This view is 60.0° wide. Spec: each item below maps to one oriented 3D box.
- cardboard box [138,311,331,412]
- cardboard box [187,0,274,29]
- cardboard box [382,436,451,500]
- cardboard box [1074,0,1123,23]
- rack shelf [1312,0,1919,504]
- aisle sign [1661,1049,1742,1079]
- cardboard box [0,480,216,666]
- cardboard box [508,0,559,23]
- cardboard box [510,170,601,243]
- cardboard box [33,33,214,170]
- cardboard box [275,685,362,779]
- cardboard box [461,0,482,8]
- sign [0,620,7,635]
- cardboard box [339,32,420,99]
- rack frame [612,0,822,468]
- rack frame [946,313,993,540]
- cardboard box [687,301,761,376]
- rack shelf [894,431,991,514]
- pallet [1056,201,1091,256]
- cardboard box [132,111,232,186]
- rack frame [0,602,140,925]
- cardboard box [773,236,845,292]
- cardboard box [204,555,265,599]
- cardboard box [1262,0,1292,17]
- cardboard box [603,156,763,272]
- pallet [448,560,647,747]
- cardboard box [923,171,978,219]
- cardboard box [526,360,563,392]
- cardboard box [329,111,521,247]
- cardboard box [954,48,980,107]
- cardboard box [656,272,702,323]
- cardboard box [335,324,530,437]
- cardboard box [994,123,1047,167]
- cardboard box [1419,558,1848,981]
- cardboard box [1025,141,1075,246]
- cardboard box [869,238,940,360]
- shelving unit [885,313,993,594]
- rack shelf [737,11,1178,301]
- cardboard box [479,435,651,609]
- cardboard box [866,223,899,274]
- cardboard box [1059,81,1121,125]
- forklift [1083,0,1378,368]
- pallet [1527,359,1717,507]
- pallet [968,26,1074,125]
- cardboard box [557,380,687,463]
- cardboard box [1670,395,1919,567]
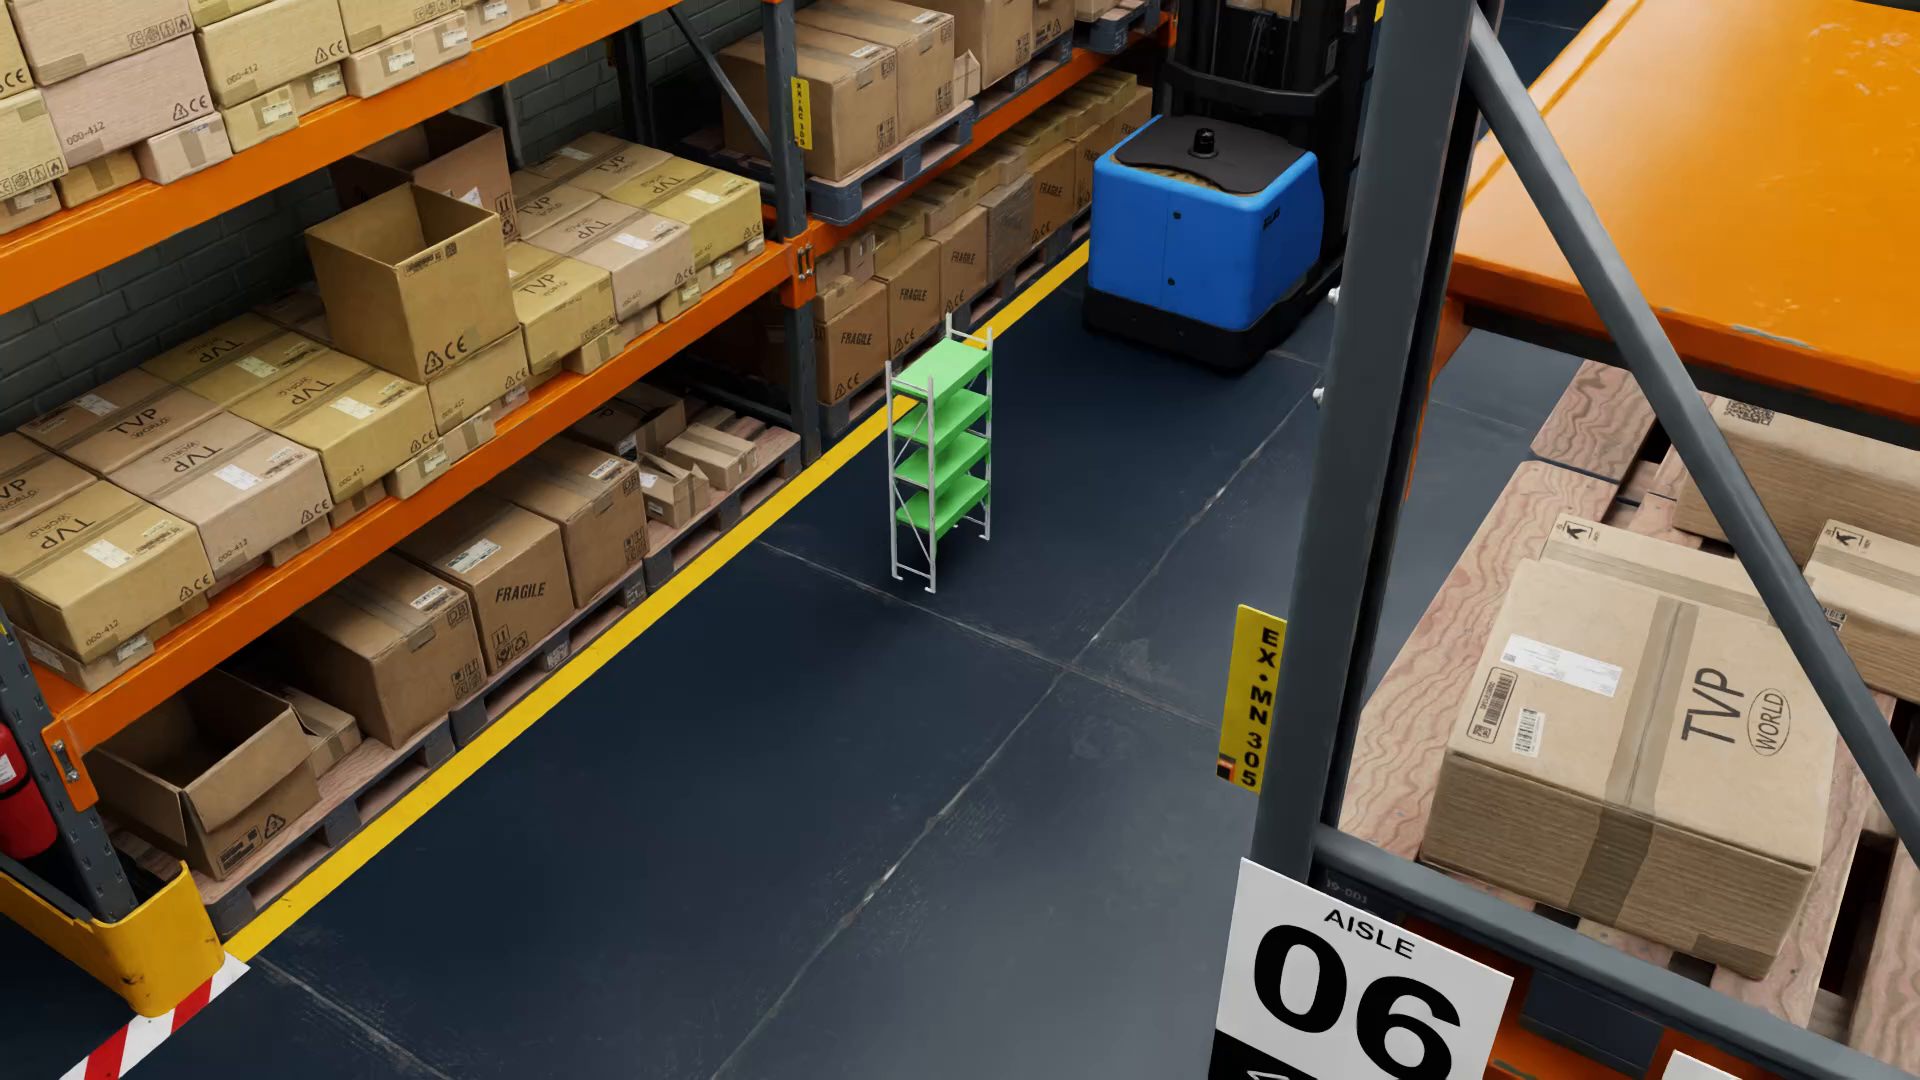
[{"bbox_3d":[-2.756,-0.600,6.390,0.500,0.250,0.500,23,43,26],"label":"cardboard box"},{"bbox_3d":[-2.329,-1.809,5.092,0.500,0.250,0.500,21,42,24],"label":"cardboard box"},{"bbox_3d":[-2.185,-0.326,6.362,0.380,0.149,0.250,20,42,24],"label":"cardboard box"},{"bbox_3d":[0.669,-3.280,9.766,0.500,0.250,0.500,19,42,23],"label":"cardboard box"},{"bbox_3d":[1.940,-1.040,3.085,1.077,0.370,4.000,21,42,25],"label":"rack shelf"},{"bbox_3d":[1.074,1.026,2.273,0.394,0.787,0.004,21,42,25],"label":"aisle sign"},{"bbox_3d":[-2.854,0.097,5.485,0.500,0.250,0.500,21,42,25],"label":"cardboard box"},{"bbox_3d":[-1.714,-2.053,6.144,0.380,0.149,0.250,23,43,27],"label":"cardboard box"},{"bbox_3d":[-1.938,-1.391,7.416,0.500,0.250,0.500,21,42,25],"label":"cardboard box"},{"bbox_3d":[-2.602,-1.353,4.910,0.500,0.250,0.500,22,43,26],"label":"cardboard box"},{"bbox_3d":[-2.657,0.774,6.720,0.380,0.149,0.250,19,42,23],"label":"cardboard box"},{"bbox_3d":[-1.783,-2.144,5.937,0.500,0.250,0.500,22,43,26],"label":"cardboard box"},{"bbox_3d":[-2.867,0.136,4.847,0.100,0.325,0.005,21,42,25],"label":"sign"},{"bbox_3d":[-2.055,-1.634,5.601,0.380,0.149,0.250,21,42,25],"label":"cardboard box"},{"bbox_3d":[-1.182,-1.760,8.016,1.000,3.000,0.127,21,42,25],"label":"rack frame"},{"bbox_3d":[0.042,-0.516,7.876,0.240,1.200,0.015,21,42,25],"label":"rack frame"},{"bbox_3d":[-1.169,-1.287,9.105,0.500,0.500,0.500,21,42,25],"label":"cardboard box"},{"bbox_3d":[-0.089,-0.339,7.751,0.258,0.148,0.480,21,42,25],"label":"rack shelf"},{"bbox_3d":[0.529,-2.346,11.059,1.003,0.211,1.213,21,42,25],"label":"pallet"},{"bbox_3d":[-2.467,-1.240,5.090,0.380,0.149,0.250,22,43,26],"label":"cardboard box"},{"bbox_3d":[-3.325,0.302,5.341,1.000,3.000,0.127,21,42,25],"label":"rack frame"},{"bbox_3d":[-0.816,-1.429,8.515,0.380,0.149,0.250,20,42,24],"label":"cardboard box"},{"bbox_3d":[-2.709,0.028,5.902,0.380,0.149,0.250,21,42,25],"label":"cardboard box"},{"bbox_3d":[2.011,-4.052,12.590,0.875,0.625,0.625,19,42,23],"label":"cardboard box"},{"bbox_3d":[-1.249,-1.477,7.527,0.500,0.250,0.500,22,43,26],"label":"cardboard box"},{"bbox_3d":[-2.204,0.329,7.590,1.003,0.211,1.213,21,42,25],"label":"pallet"},{"bbox_3d":[-0.119,-1.985,9.480,0.380,0.149,0.250,23,43,27],"label":"cardboard box"},{"bbox_3d":[-1.889,-0.767,6.933,0.380,0.149,0.250,22,43,26],"label":"cardboard box"},{"bbox_3d":[-2.205,-1.435,6.859,0.500,0.500,0.500,20,42,24],"label":"cardboard box"},{"bbox_3d":[-0.114,-2.464,8.695,0.396,0.266,0.258,23,43,27],"label":"cardboard box"},{"bbox_3d":[-1.380,-1.131,7.405,0.380,0.149,0.250,22,43,26],"label":"cardboard box"},{"bbox_3d":[-2.060,-0.695,6.514,0.500,0.250,0.500,20,42,24],"label":"cardboard box"},{"bbox_3d":[0.299,-2.396,10.013,0.380,0.149,0.250,21,42,24],"label":"cardboard box"},{"bbox_3d":[1.033,0.327,2.548,0.500,0.250,0.500,17,41,21],"label":"cardboard box"},{"bbox_3d":[0.361,-2.185,10.271,0.500,0.500,0.500,23,43,27],"label":"cardboard box"},{"bbox_3d":[-0.456,-1.390,9.239,0.500,0.500,0.500,21,42,25],"label":"cardboard box"},{"bbox_3d":[-0.089,-0.390,7.712,0.258,1.200,0.503,21,42,25],"label":"shelving unit"},{"bbox_3d":[-0.111,-2.507,9.573,1.077,0.370,4.000,21,42,25],"label":"rack shelf"},{"bbox_3d":[-1.870,-0.122,7.594,0.700,0.500,0.500,20,42,23],"label":"cardboard box"},{"bbox_3d":[-0.554,-1.596,8.975,0.380,0.149,0.250,19,42,23],"label":"cardboard box"},{"bbox_3d":[0.790,-2.767,10.495,0.380,0.149,0.250,19,42,23],"label":"cardboard box"},{"bbox_3d":[1.945,-2.989,9.666,1.130,2.935,3.031,22,43,26],"label":"forklift"},{"bbox_3d":[1.910,-0.247,3.669,1.003,0.211,1.213,21,42,25],"label":"pallet"},{"bbox_3d":[-0.077,-2.742,9.447,1.003,0.211,1.213,21,42,25],"label":"pallet"},{"bbox_3d":[-1.736,-0.599,8.367,0.500,0.311,0.500,23,43,27],"label":"cardboard box"},{"bbox_3d":[1.712,-0.191,3.170,0.500,0.311,0.500,22,43,26],"label":"cardboard box"}]
